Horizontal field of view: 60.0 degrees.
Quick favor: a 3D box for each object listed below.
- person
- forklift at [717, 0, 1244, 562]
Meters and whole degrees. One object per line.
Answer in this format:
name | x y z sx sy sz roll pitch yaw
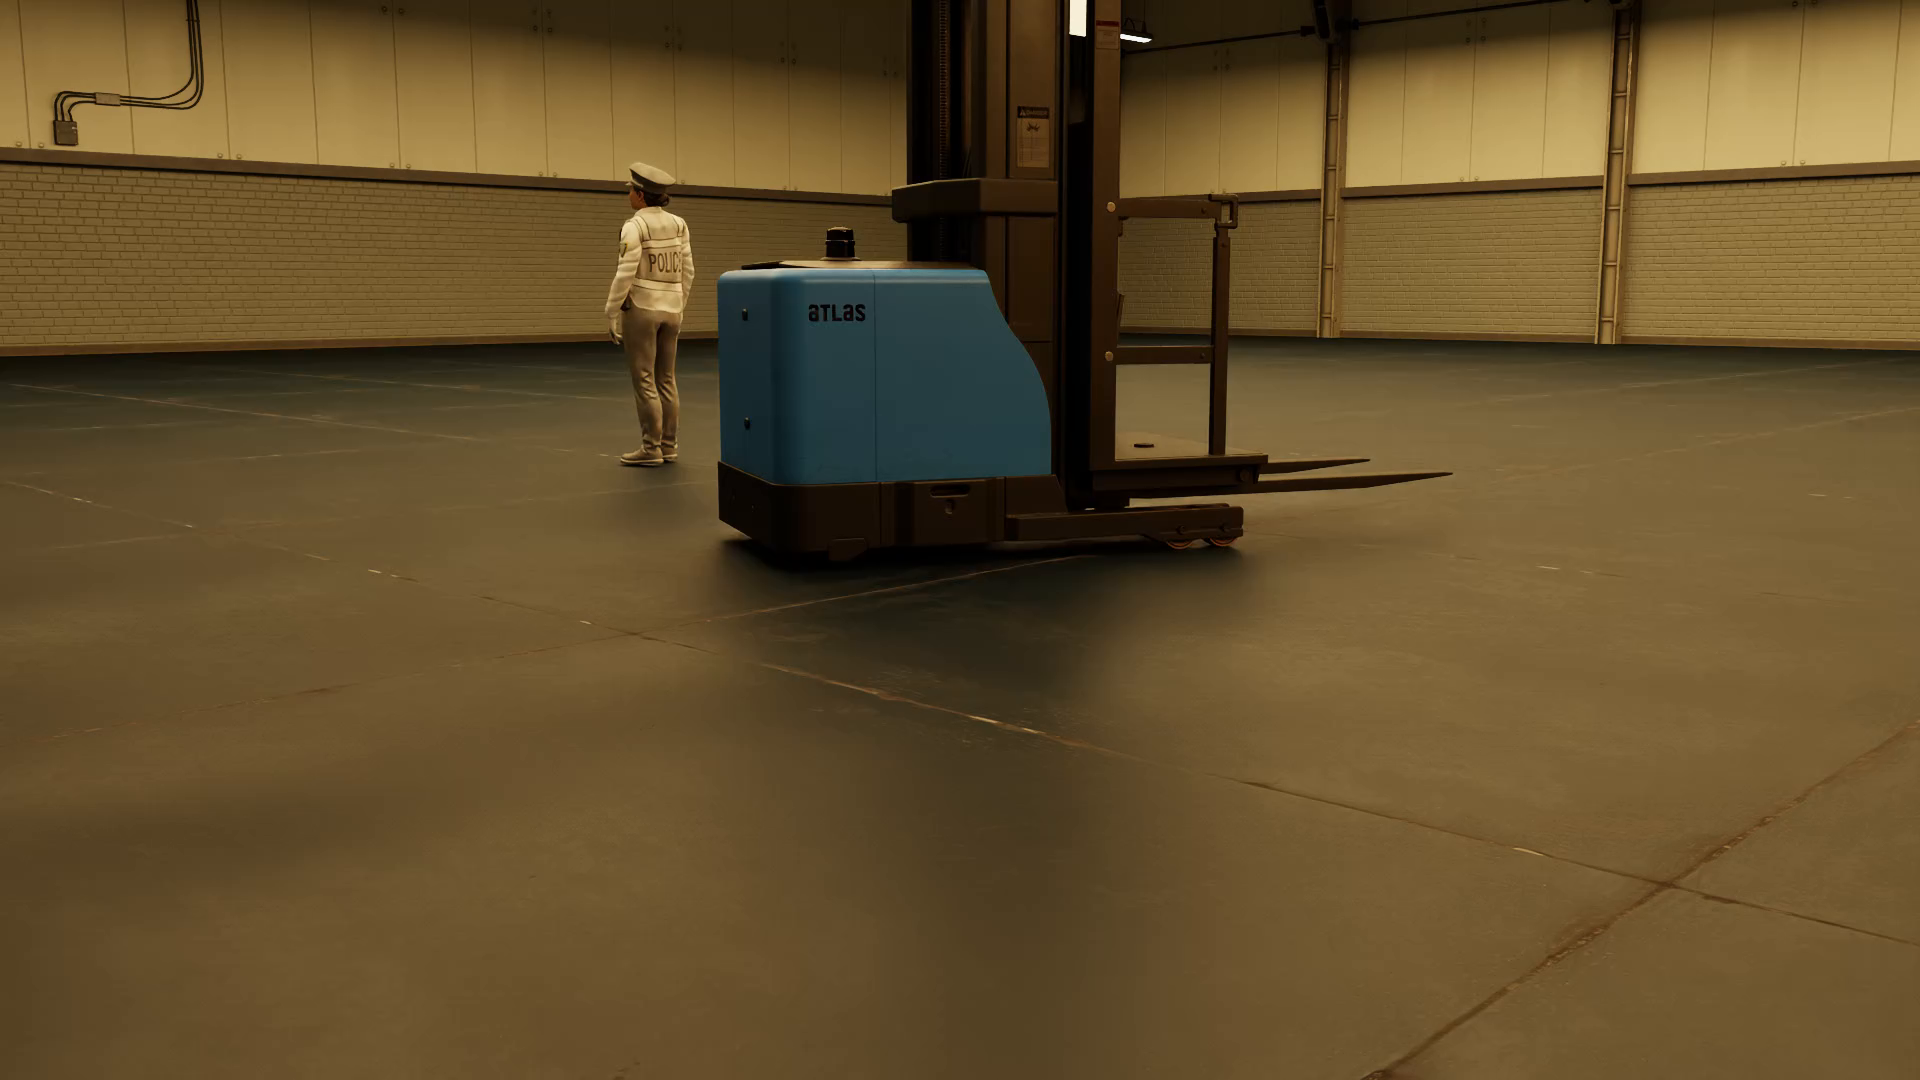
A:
person | -1.815 -1.252 9.471 0.488 1.642 0.570 6 11 37
forklift | 0.074 -1.422 6.532 1.939 2.867 1.129 -3 9 -21
